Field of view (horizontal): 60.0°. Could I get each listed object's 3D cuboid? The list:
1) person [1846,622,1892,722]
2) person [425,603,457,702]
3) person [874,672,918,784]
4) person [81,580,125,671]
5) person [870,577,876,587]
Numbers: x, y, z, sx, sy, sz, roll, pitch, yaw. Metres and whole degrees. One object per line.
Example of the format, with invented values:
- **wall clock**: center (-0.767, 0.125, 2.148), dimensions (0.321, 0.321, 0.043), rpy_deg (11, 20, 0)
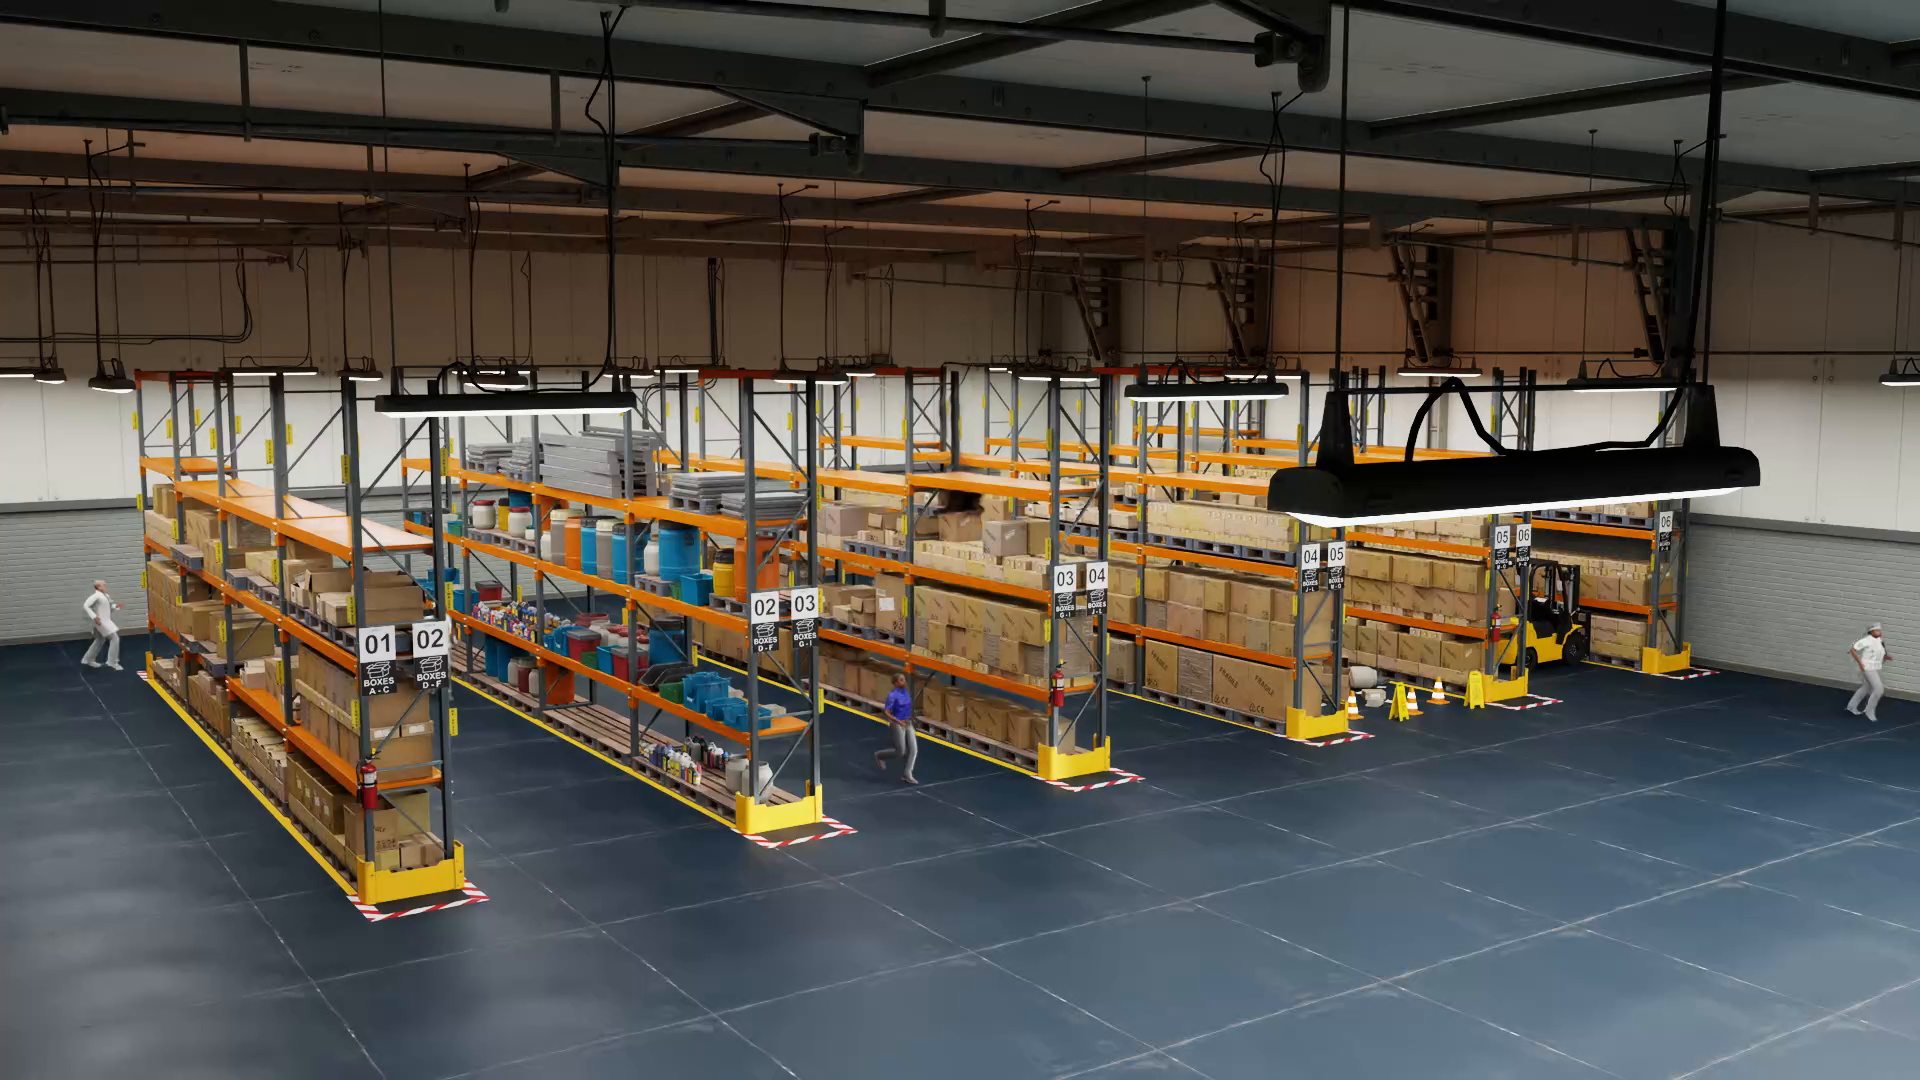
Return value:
- **person**: center (15.708, 2.261, 28.719), dimensions (0.552, 1.747, 0.732), rpy_deg (-4, 8, -35)
- **person**: center (-9.535, 2.013, 30.451), dimensions (0.703, 1.832, 0.850), rpy_deg (-5, 8, -37)
- **person**: center (-0.913, 2.766, 24.624), dimensions (0.753, 1.640, 0.585), rpy_deg (5, 8, 36)
- **person**: center (-17.100, 1.711, 33.147), dimensions (0.856, 1.847, 0.677), rpy_deg (-2, 7, -21)
- **person**: center (-2.002, 0.840, 41.818), dimensions (0.548, 1.549, 0.561), rpy_deg (3, 7, 21)
